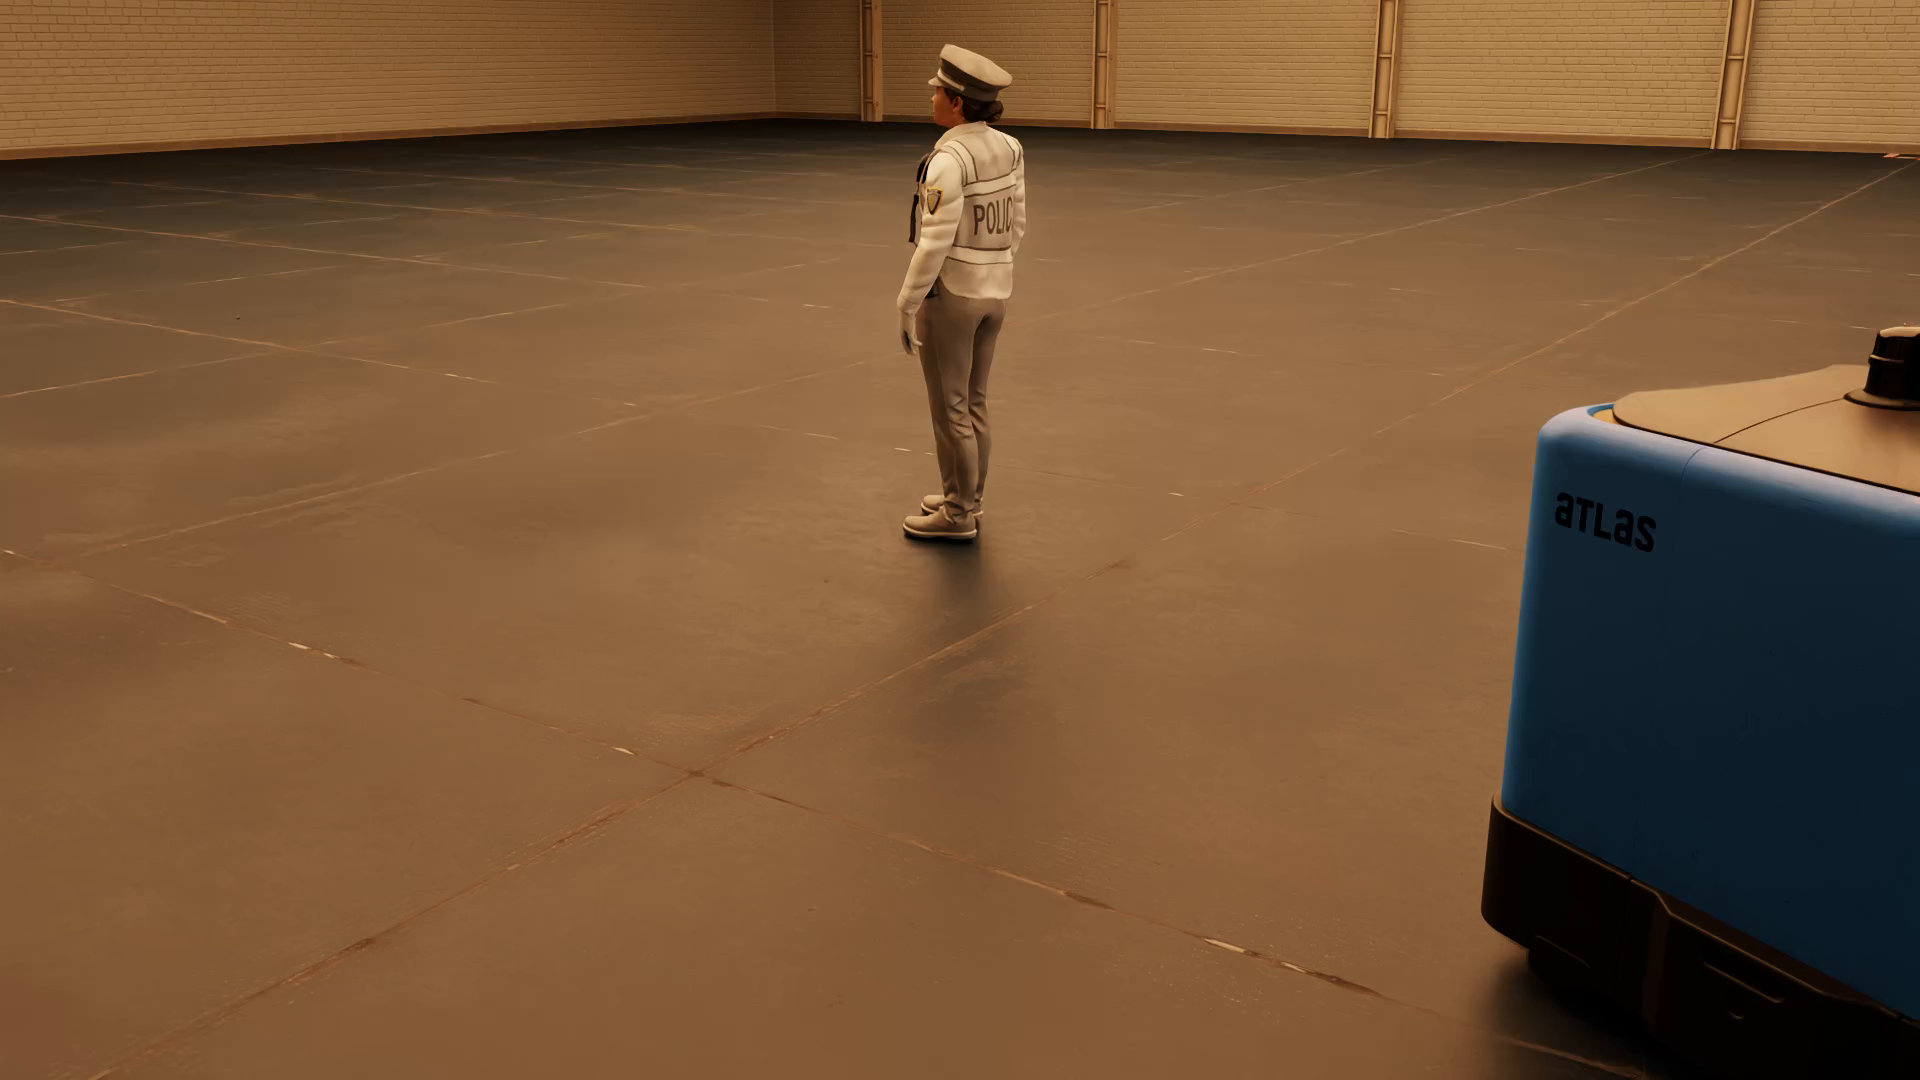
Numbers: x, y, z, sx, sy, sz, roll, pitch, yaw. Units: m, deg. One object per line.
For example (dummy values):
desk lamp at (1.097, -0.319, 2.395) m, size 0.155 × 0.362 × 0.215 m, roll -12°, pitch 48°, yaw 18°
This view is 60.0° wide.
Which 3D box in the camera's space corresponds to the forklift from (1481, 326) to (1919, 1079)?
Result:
forklift at (2.172, -0.304, 1.850) m, size 1.130 × 2.935 × 3.031 m, roll -9°, pitch 19°, yaw -28°

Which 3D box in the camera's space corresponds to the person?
person at (-0.053, -0.832, 5.747) m, size 0.530 × 1.694 × 0.586 m, roll 11°, pitch 20°, yaw 33°
